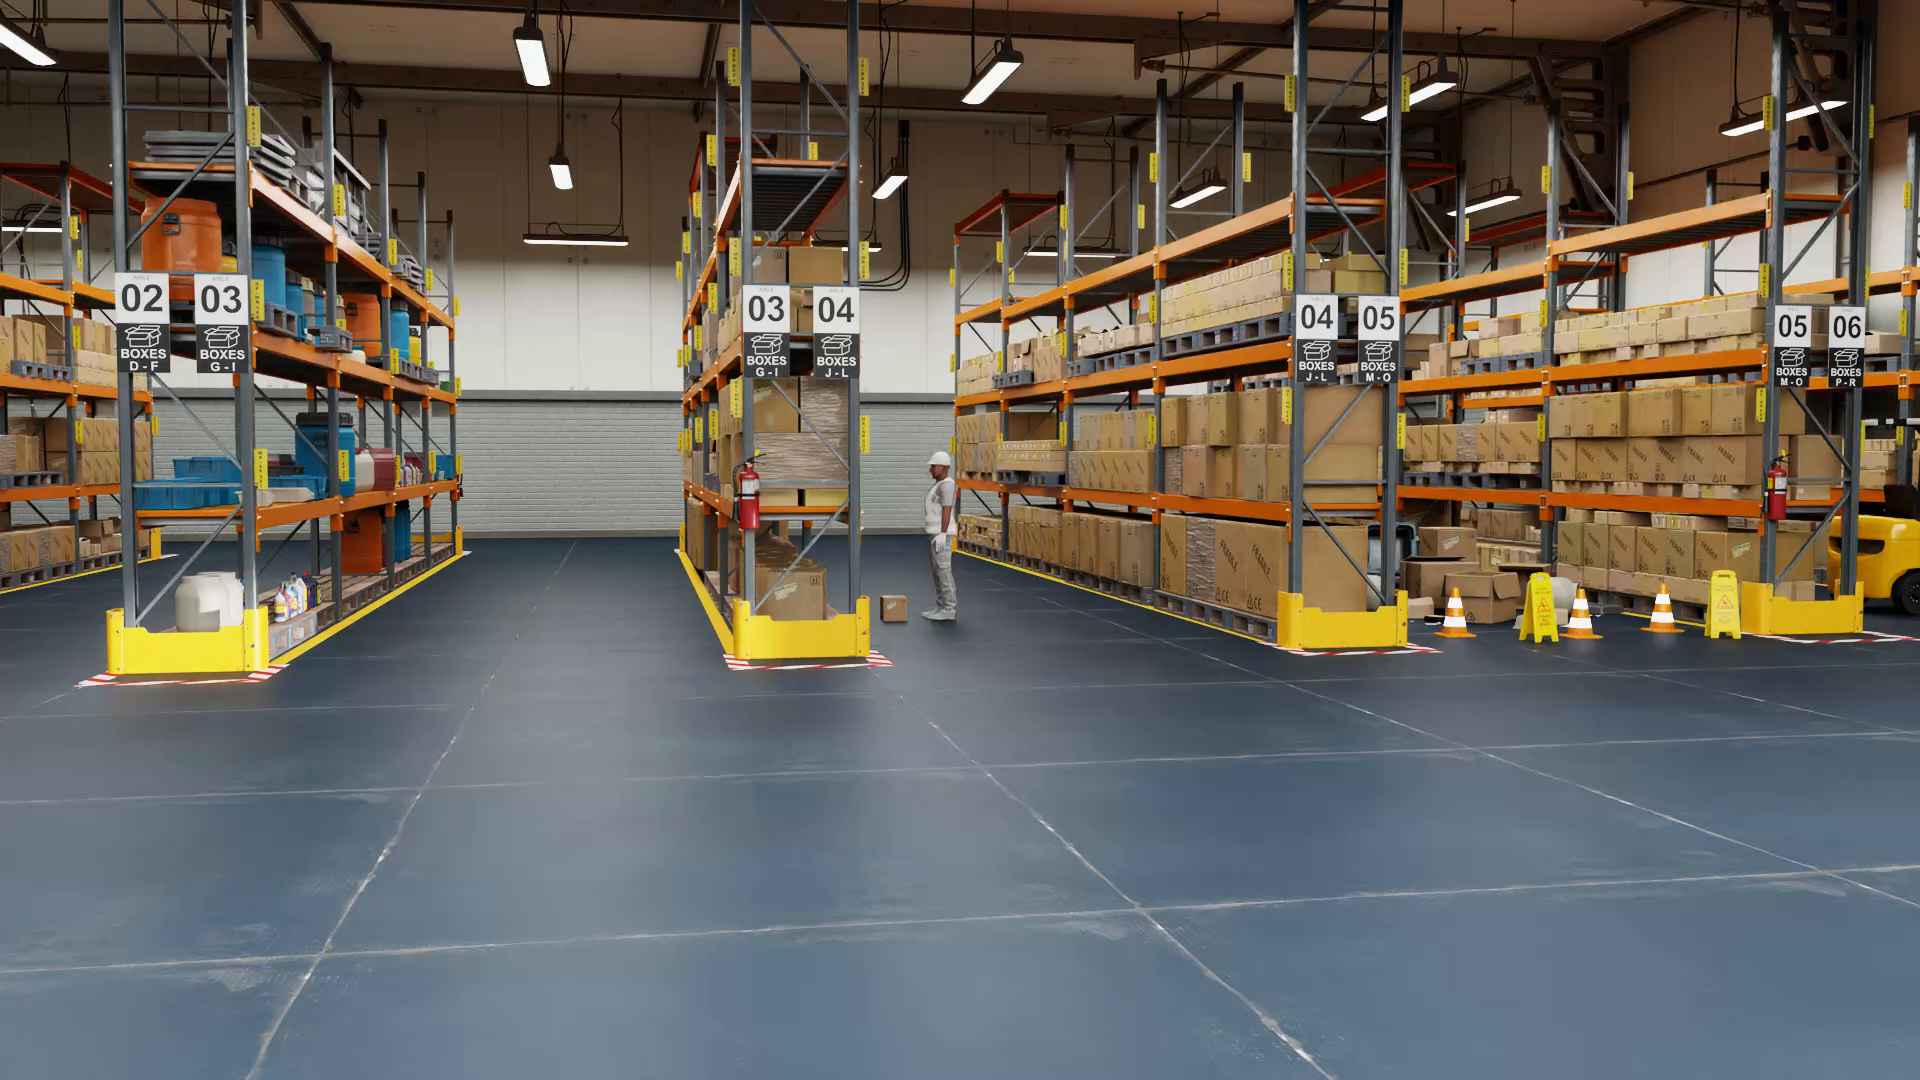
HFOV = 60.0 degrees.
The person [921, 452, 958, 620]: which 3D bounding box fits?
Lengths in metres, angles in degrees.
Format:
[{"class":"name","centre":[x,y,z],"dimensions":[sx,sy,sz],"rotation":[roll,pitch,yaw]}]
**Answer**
[{"class":"person","centre":[-0.215,-0.044,17.684],"dimensions":[0.358,1.784,0.545],"rotation":[0,3,-9]}]
